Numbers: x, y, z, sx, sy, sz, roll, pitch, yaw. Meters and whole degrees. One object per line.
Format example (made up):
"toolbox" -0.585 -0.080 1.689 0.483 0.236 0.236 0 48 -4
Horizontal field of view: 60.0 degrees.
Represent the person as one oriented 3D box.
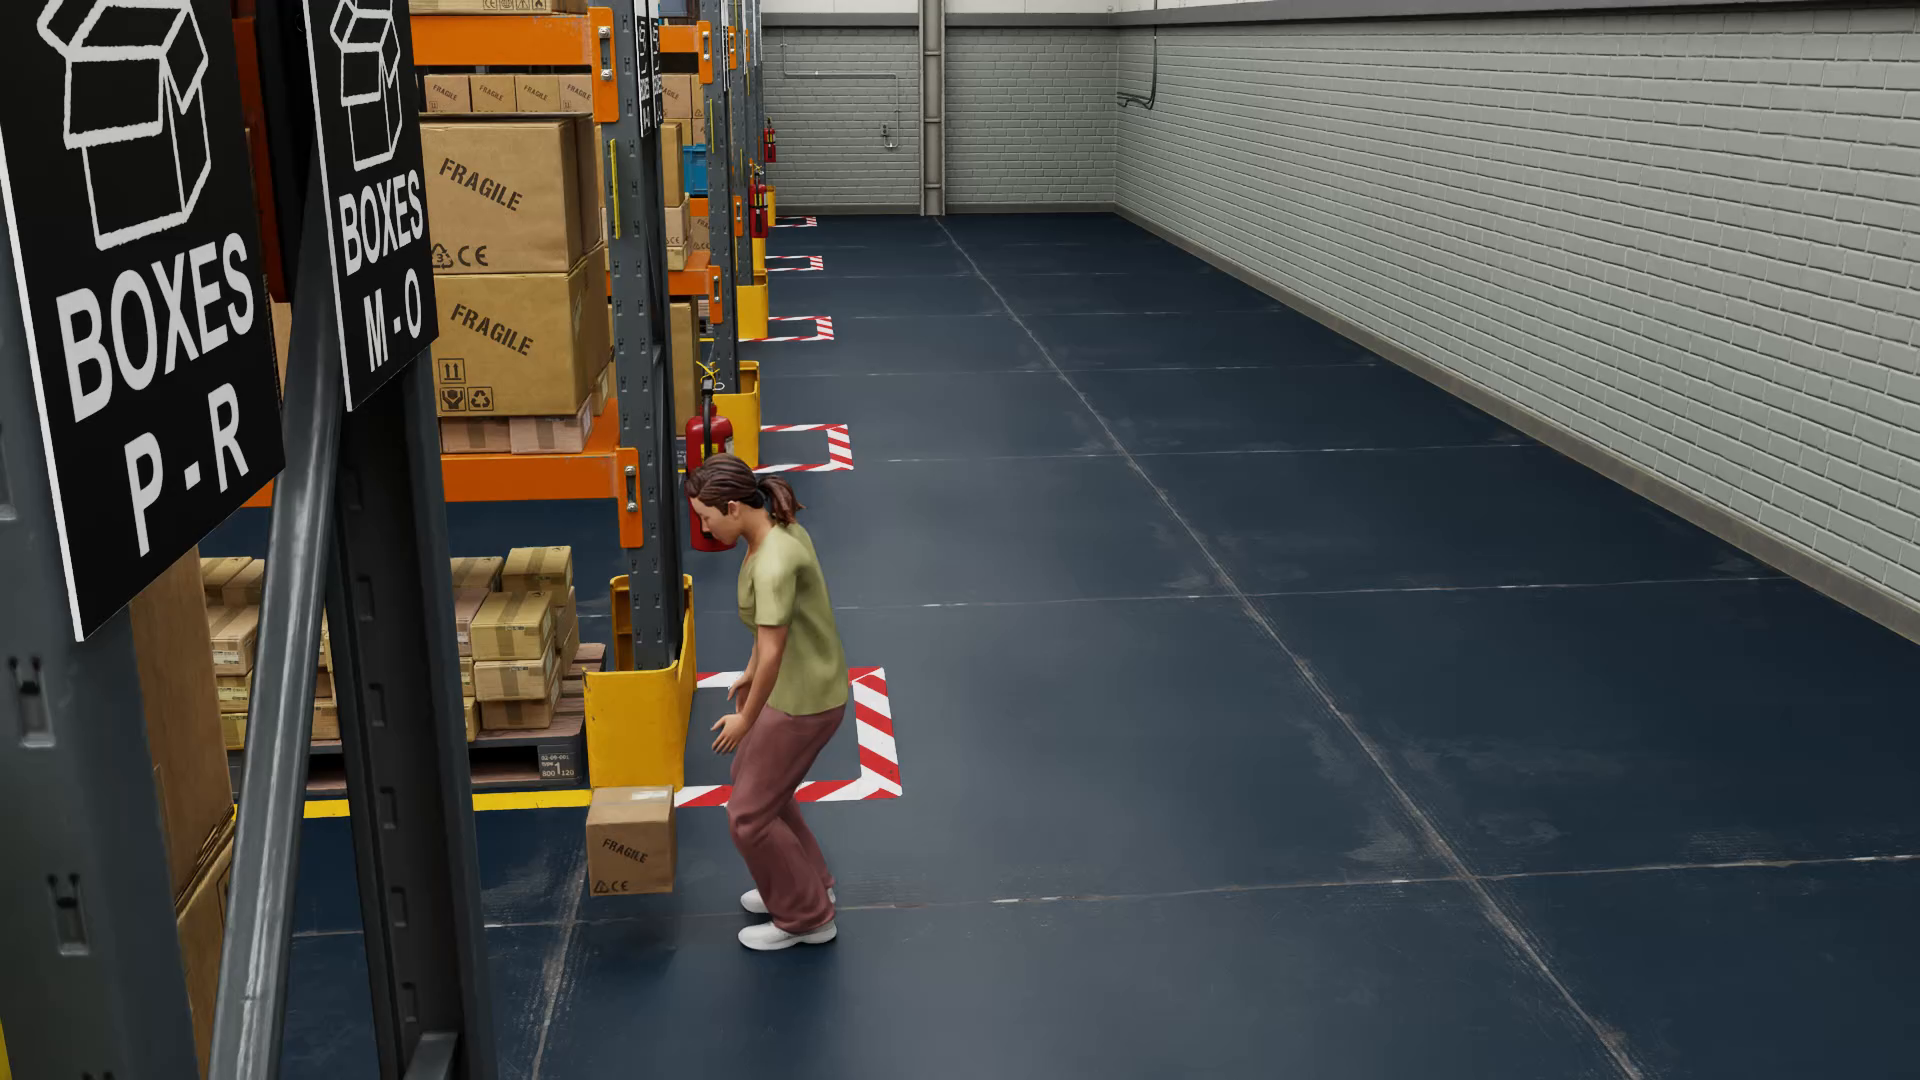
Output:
"person" -0.571 0.497 5.091 0.467 1.573 0.486 -1 17 -4
